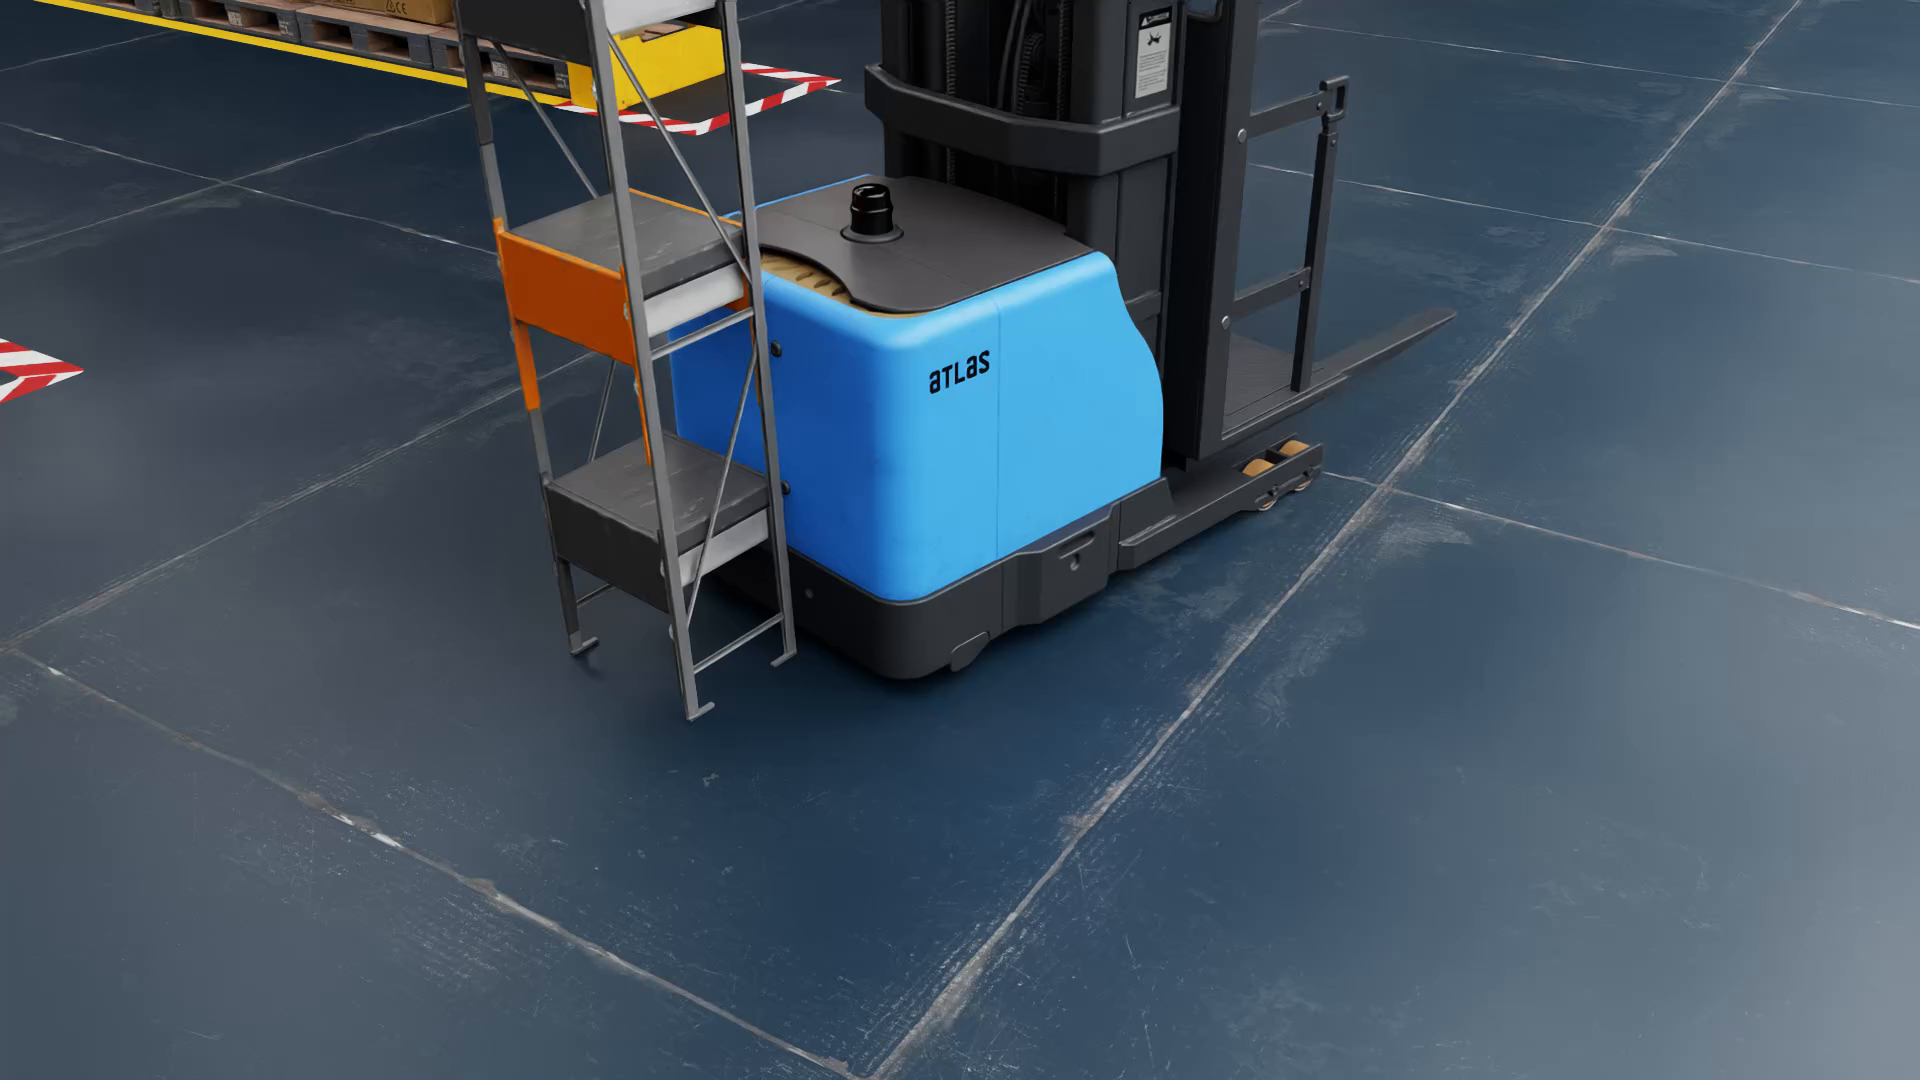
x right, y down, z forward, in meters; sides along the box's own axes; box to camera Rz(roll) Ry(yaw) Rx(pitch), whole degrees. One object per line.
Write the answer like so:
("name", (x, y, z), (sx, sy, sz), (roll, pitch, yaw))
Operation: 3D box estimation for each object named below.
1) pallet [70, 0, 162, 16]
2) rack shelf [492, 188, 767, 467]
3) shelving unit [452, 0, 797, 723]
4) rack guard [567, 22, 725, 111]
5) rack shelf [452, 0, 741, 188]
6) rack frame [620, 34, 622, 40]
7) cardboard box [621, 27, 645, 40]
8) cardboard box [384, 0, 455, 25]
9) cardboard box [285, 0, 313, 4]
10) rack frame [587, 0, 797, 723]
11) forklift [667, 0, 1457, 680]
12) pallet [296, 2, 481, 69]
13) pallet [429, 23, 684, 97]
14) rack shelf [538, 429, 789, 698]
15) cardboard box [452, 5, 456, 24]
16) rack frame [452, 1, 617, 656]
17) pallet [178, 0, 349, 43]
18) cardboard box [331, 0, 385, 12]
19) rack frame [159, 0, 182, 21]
("pallet", (-5.780, -4.052, 11.987), (1.213, 0.211, 1.003), (18, 35, 27))
("rack shelf", (-0.804, -0.560, 4.137), (0.480, 0.518, 0.431), (23, 39, 34))
("shelving unit", (-0.805, -0.571, 4.130), (0.503, 2.100, 0.431), (23, 39, 34))
("rack guard", (-1.796, -2.918, 9.756), (0.348, 0.500, 1.175), (18, 35, 27))
("rack shelf", (-0.821, -1.154, 3.768), (0.480, 0.518, 0.431), (23, 39, 34))
("rack frame", (-1.732, -3.977, 9.091), (0.127, 3.000, 1.000), (18, 35, 27))
("cardboard box", (-2.252, -3.254, 9.914), (0.500, 0.500, 0.500), (25, 39, 36))
("cardboard box", (-3.296, -3.575, 10.465), (0.500, 0.500, 0.500), (21, 36, 32))
("cardboard box", (-4.313, -3.876, 10.981), (0.500, 0.500, 0.500), (-23, 37, -33))
("rack frame", (-0.618, -0.492, 3.993), (0.015, 2.100, 0.400), (23, 39, 34))
("forklift", (0.564, -1.527, 4.960), (3.031, 2.935, 1.130), (-26, 39, -37))
("pallet", (-3.495, -3.353, 10.788), (1.213, 0.211, 1.003), (18, 35, 27))
("pallet", (-2.465, -3.026, 10.227), (1.213, 0.211, 1.003), (18, 35, 27))
("rack shelf", (-0.788, 0.035, 4.506), (0.480, 0.518, 0.431), (23, 39, 34))
("cardboard box", (-2.776, -3.399, 10.163), (0.500, 0.500, 0.500), (-25, 38, -36))
("rack frame", (-0.991, -0.651, 4.266), (0.015, 2.100, 0.400), (23, 39, 34))
("pallet", (-4.532, -3.680, 11.348), (1.213, 0.211, 1.003), (18, 35, 27))
("cardboard box", (-3.745, -3.743, 10.754), (0.500, 0.500, 0.500), (14, 33, 23))
("rack frame", (-5.120, -5.049, 10.928), (0.127, 3.000, 1.000), (18, 35, 27))
